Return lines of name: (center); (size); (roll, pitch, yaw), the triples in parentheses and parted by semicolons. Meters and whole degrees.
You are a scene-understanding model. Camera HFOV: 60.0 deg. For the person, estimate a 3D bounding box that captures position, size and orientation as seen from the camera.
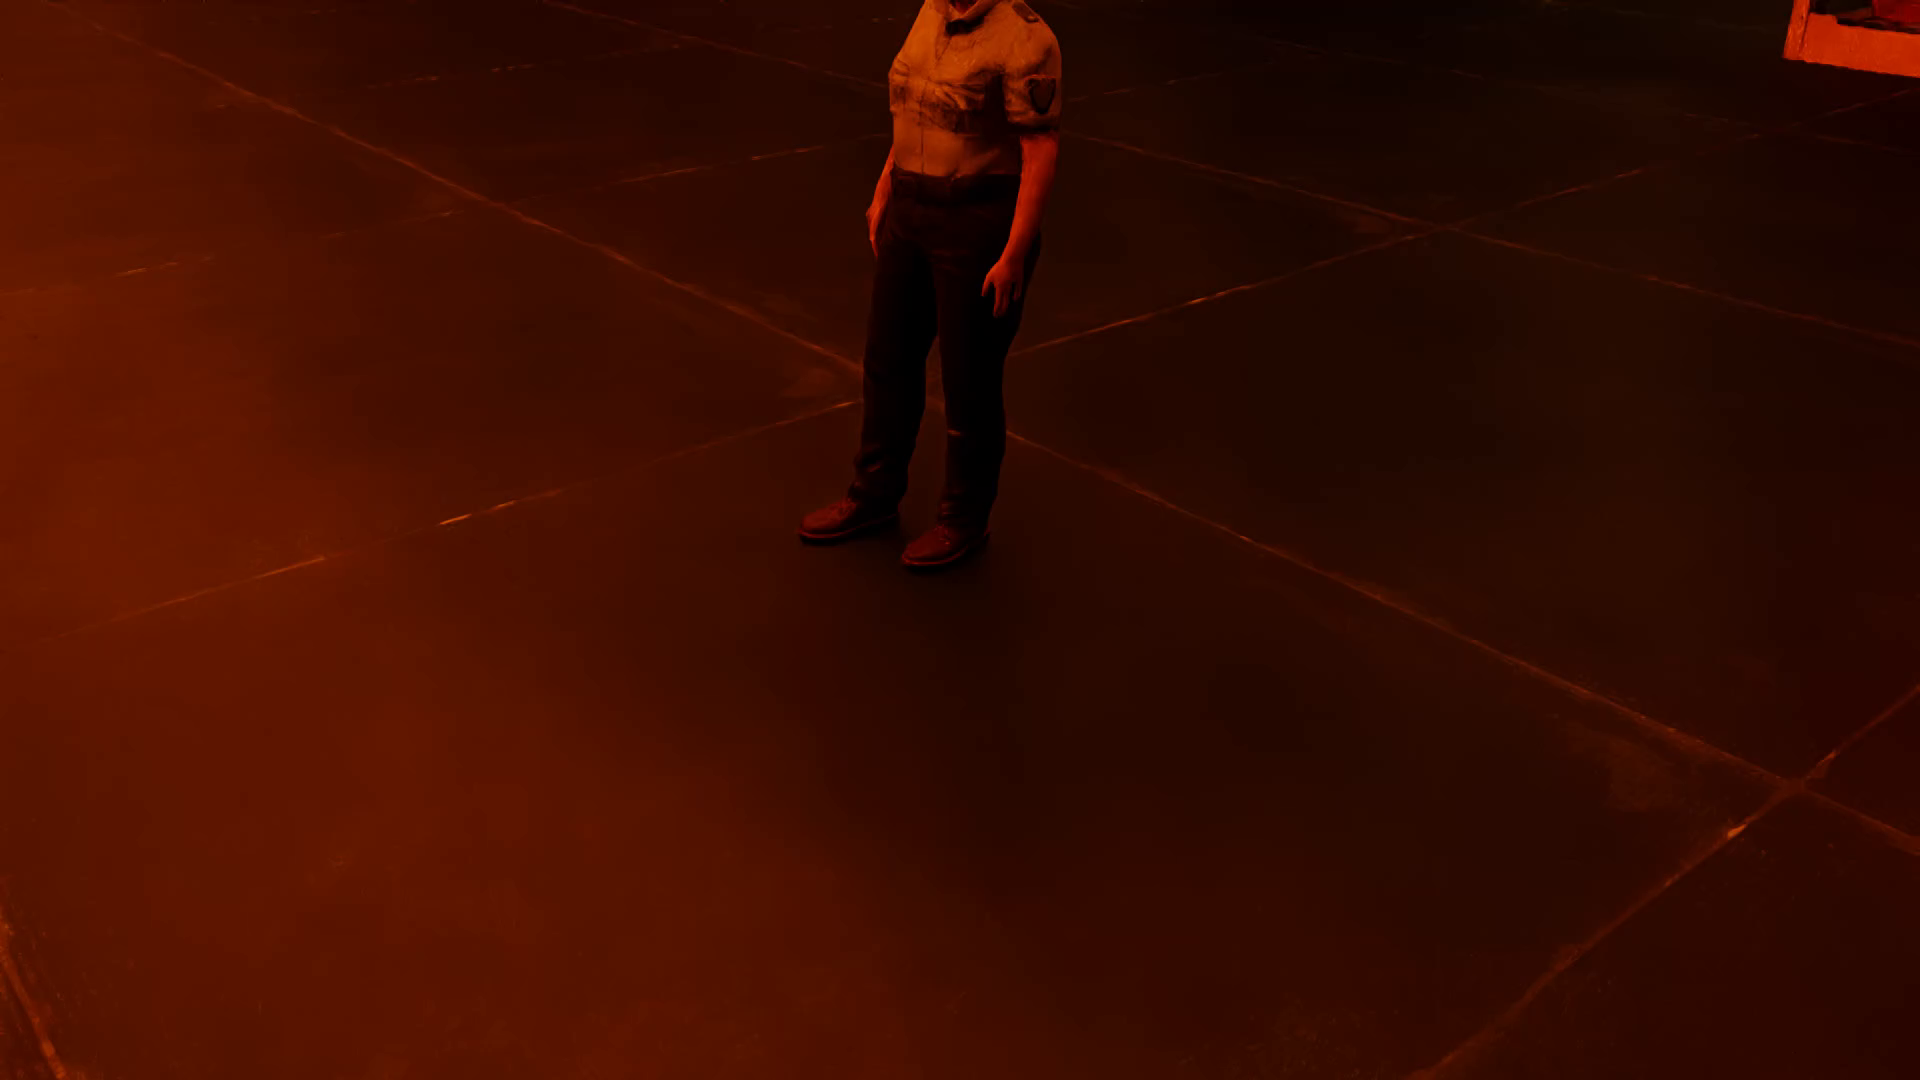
person: (-0.084, -0.727, 4.096); (0.502, 1.650, 0.599); (-20, 33, -35)
